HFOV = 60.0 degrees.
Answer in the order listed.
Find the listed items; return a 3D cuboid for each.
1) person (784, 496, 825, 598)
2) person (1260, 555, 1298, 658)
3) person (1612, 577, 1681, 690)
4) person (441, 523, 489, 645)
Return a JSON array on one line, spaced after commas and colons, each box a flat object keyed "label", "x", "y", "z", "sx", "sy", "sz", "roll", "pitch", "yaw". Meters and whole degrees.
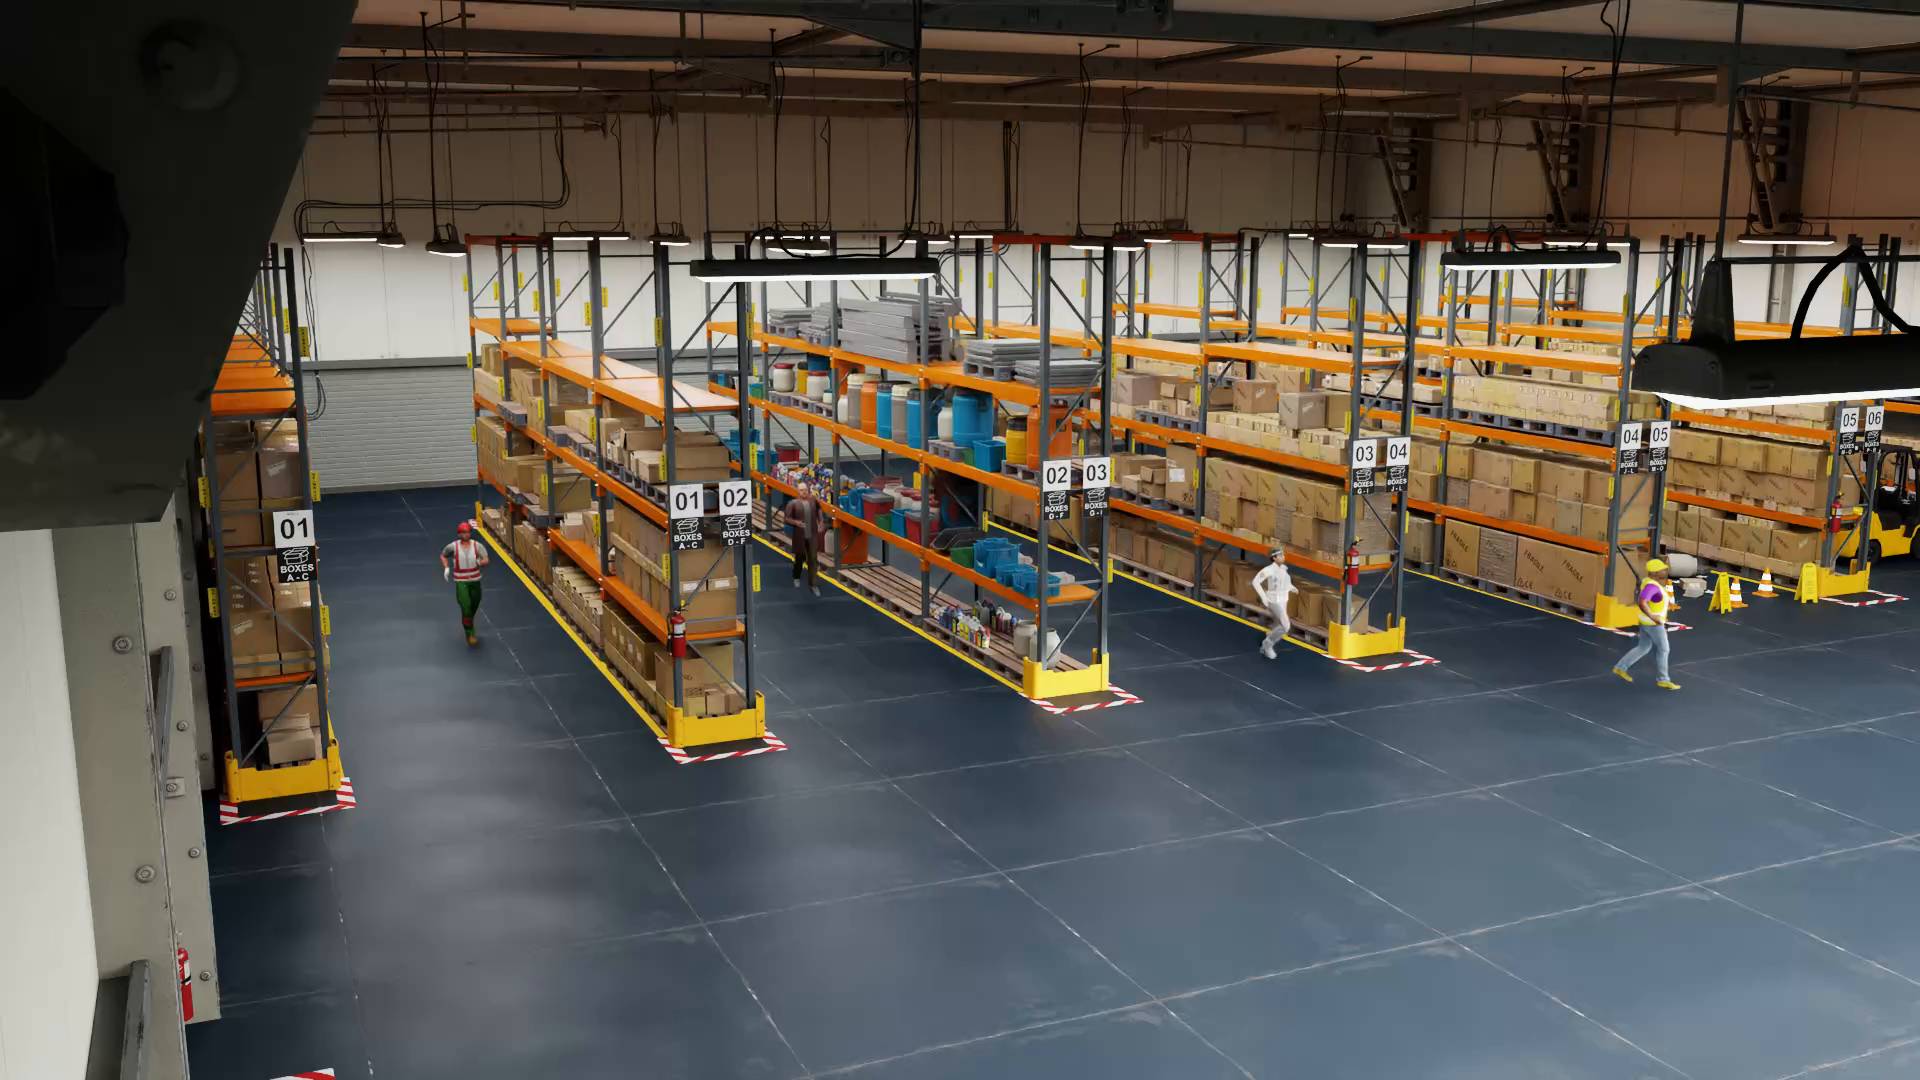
[{"label": "person", "x": -2.520, "y": 0.076, "z": 27.202, "sx": 0.719, "sy": 1.585, "sz": 0.997, "roll": -4, "pitch": 12, "yaw": -21}, {"label": "person", "x": 4.572, "y": 0.924, "z": 23.966, "sx": 0.473, "sy": 1.612, "sz": 0.595, "roll": -11, "pitch": 15, "yaw": -44}, {"label": "person", "x": 9.360, "y": 1.256, "z": 22.545, "sx": 0.879, "sy": 1.512, "sz": 0.670, "roll": 2, "pitch": 11, "yaw": 9}, {"label": "person", "x": -7.433, "y": 0.615, "z": 25.096, "sx": 0.659, "sy": 1.774, "sz": 1.002, "roll": -6, "pitch": 13, "yaw": -29}]
